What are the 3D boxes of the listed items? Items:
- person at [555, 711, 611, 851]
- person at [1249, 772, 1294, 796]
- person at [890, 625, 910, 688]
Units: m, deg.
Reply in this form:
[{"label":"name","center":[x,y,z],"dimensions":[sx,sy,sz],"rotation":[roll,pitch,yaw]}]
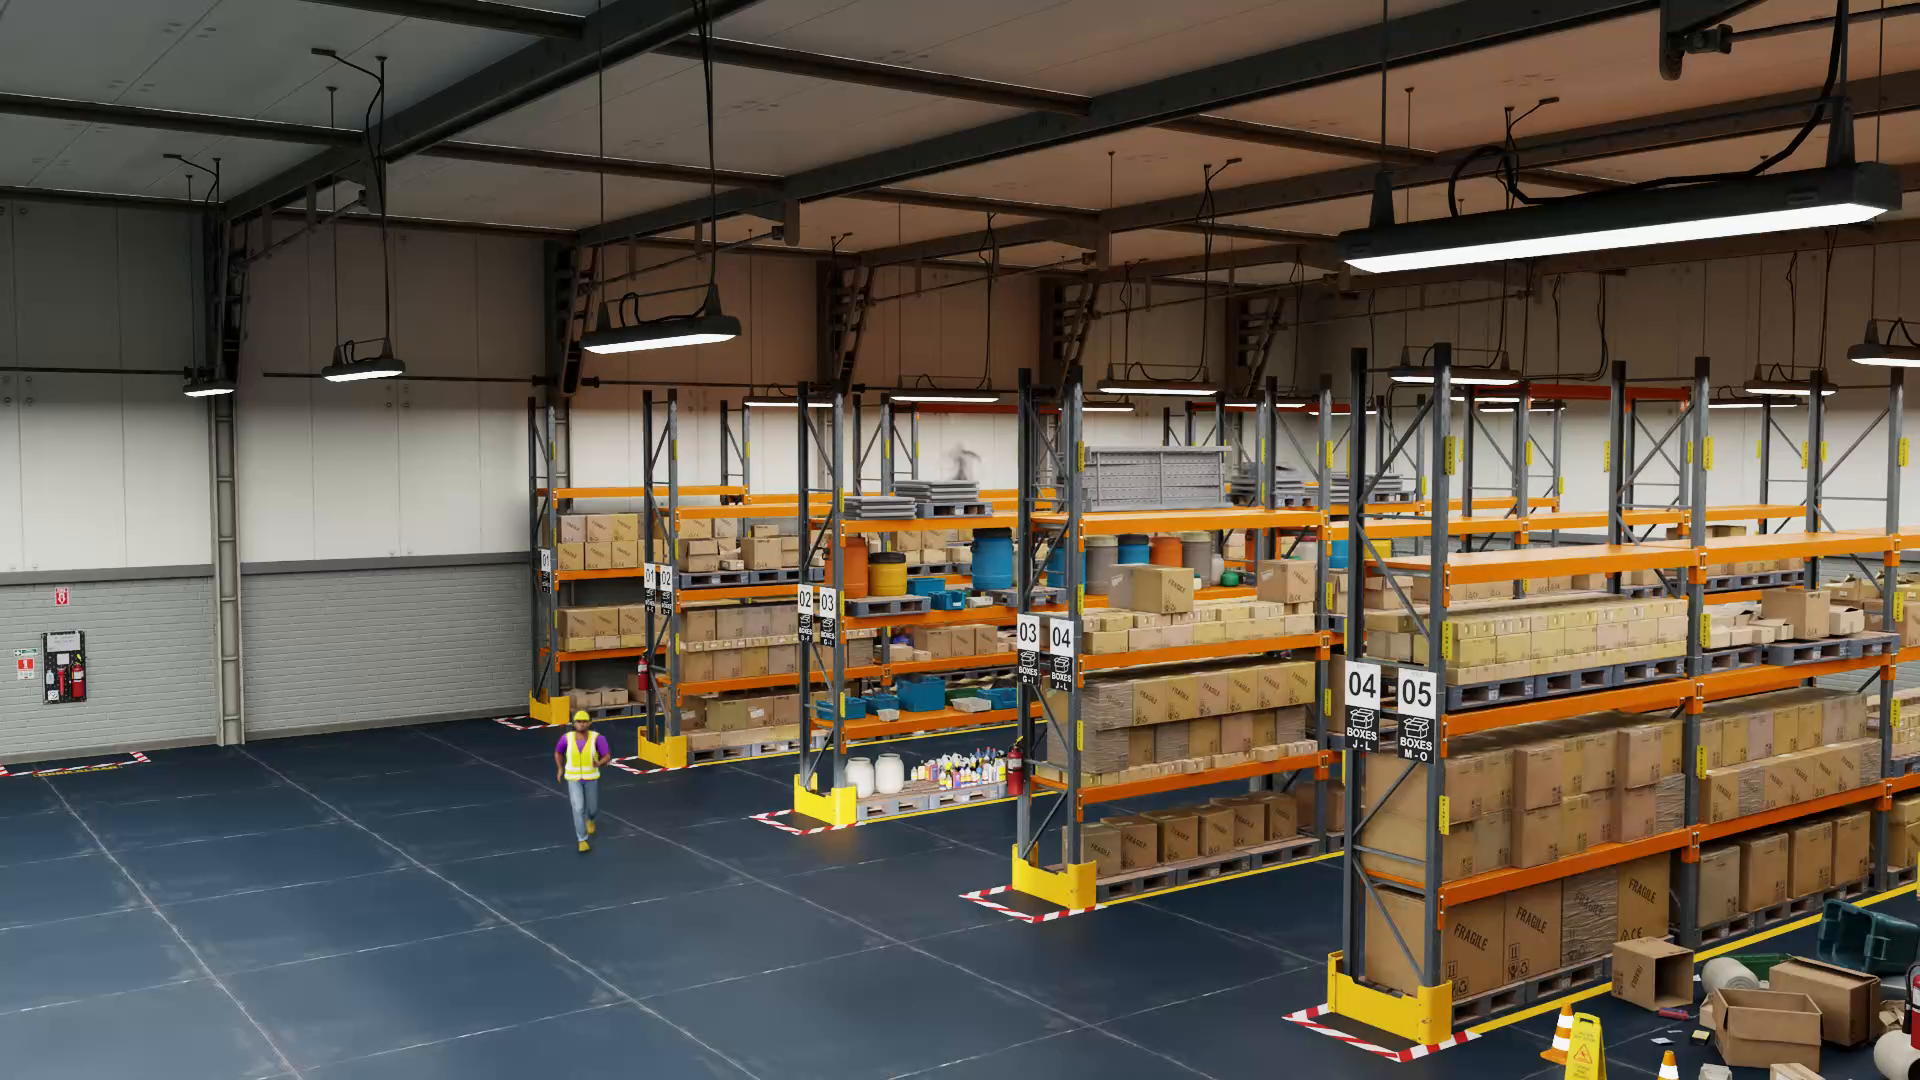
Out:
[{"label":"person","center":[-4.804,3.035,21.192],"dimensions":[0.705,1.742,0.831],"rotation":[-1,3,-11]},{"label":"person","center":[4.293,2.890,23.093],"dimensions":[0.989,1.768,0.662],"rotation":[-3,4,-39]},{"label":"person","center":[-1.202,2.423,32.024],"dimensions":[0.592,1.605,0.559],"rotation":[-3,5,-43]}]
